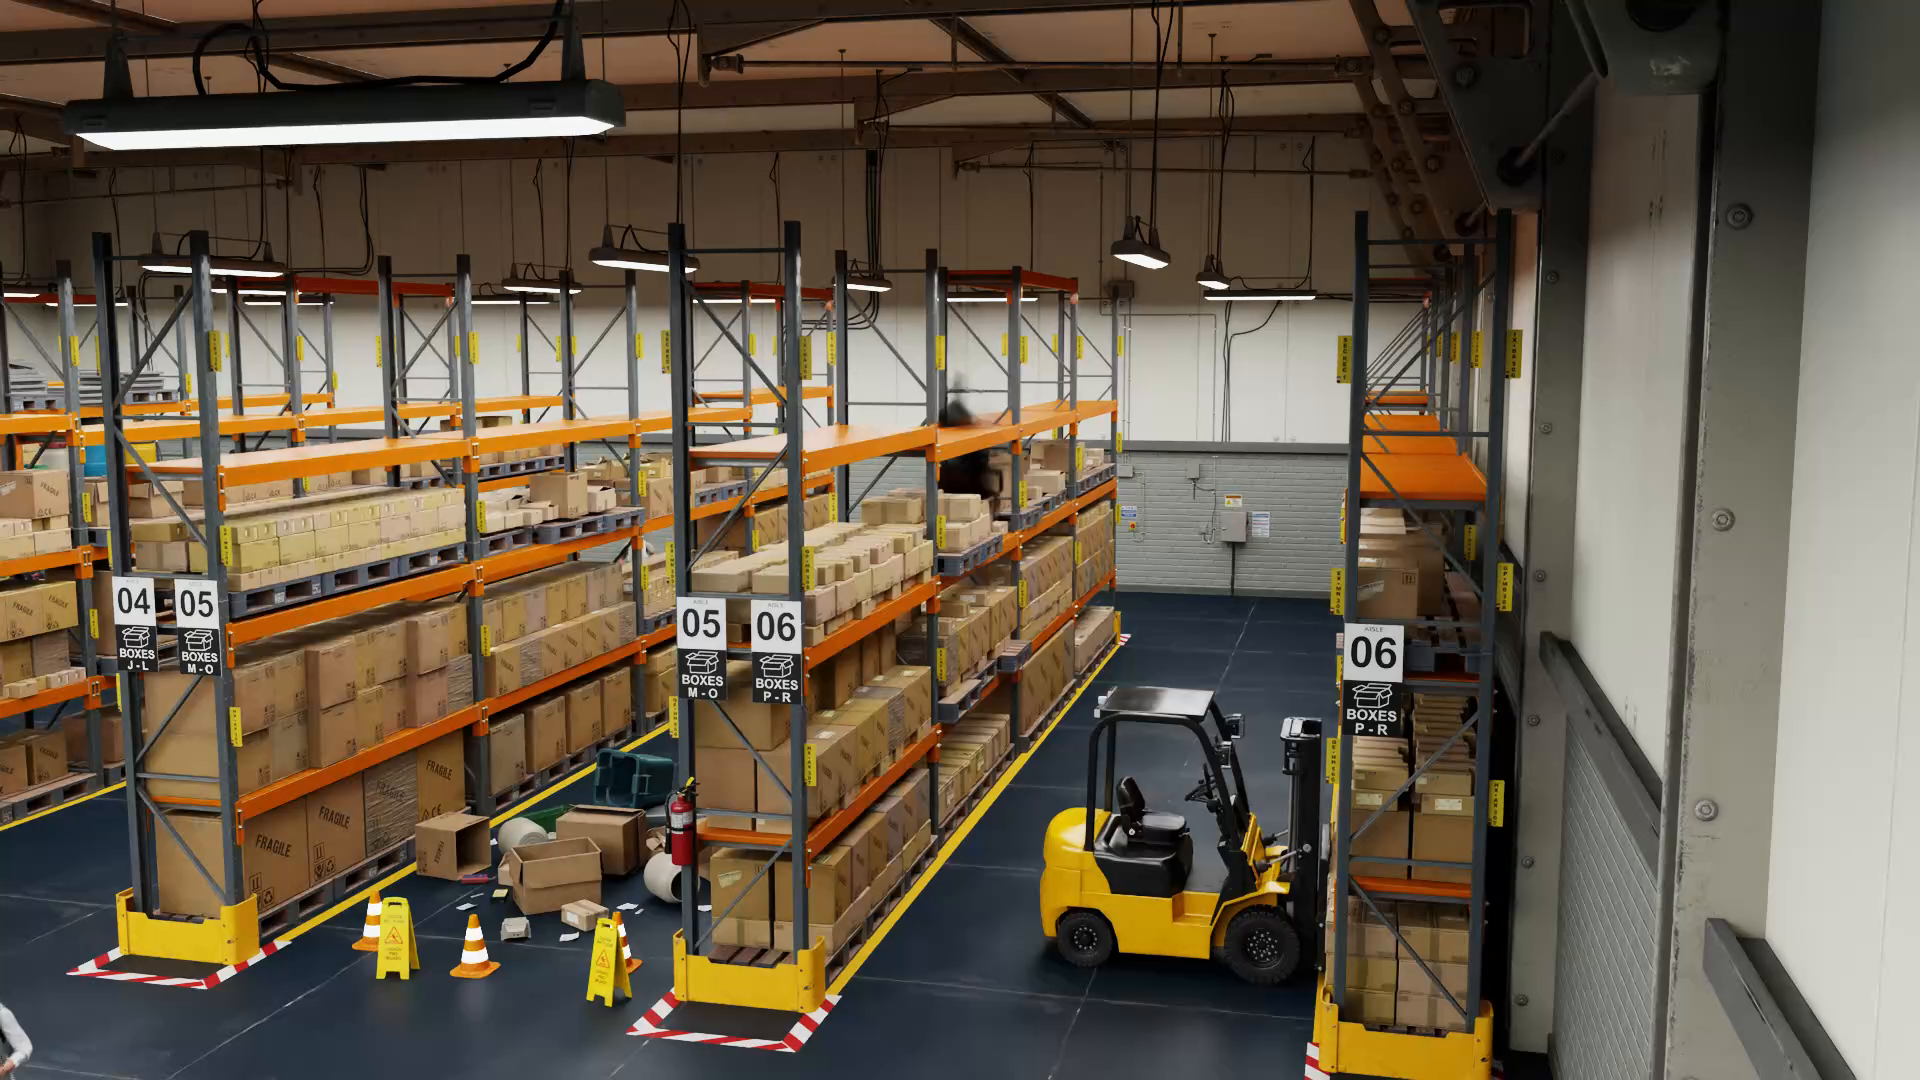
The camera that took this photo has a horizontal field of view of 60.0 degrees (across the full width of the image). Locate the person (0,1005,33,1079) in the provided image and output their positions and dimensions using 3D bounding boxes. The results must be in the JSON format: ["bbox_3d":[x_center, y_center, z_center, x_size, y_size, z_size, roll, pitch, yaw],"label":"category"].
[{"bbox_3d":[-5.578,3.226,9.513,0.523,1.639,0.712,-3,8,-25],"label":"person"}]

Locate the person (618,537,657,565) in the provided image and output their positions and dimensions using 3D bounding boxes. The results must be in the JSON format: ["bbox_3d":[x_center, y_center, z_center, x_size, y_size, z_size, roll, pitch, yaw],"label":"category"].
[{"bbox_3d":[-5.858,0.614,30.224,0.709,1.745,0.728,-1,7,-8],"label":"person"}]
